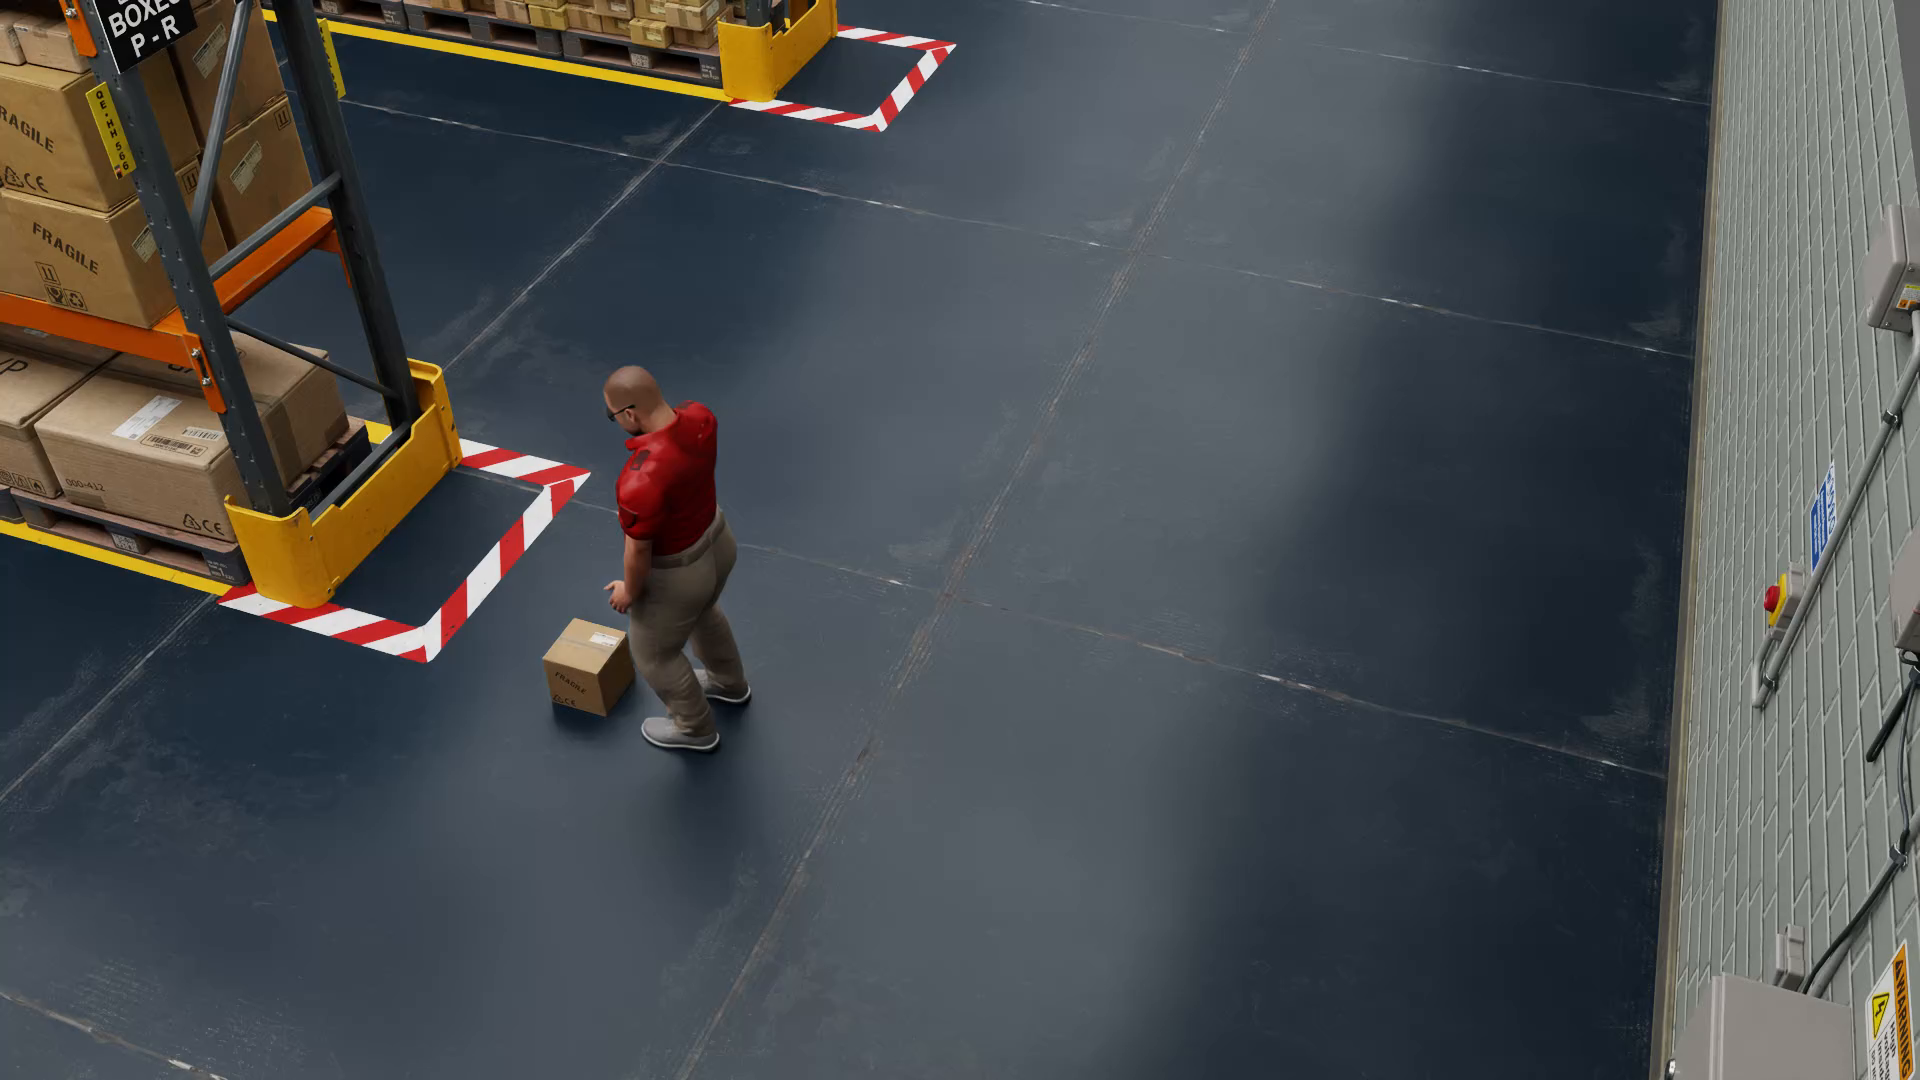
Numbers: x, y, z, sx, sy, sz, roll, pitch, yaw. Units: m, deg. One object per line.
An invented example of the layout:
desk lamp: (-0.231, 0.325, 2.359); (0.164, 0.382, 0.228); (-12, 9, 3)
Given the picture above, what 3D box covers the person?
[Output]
person: (-1.046, 0.088, 6.098); (0.375, 1.704, 0.544); (14, 43, 16)
